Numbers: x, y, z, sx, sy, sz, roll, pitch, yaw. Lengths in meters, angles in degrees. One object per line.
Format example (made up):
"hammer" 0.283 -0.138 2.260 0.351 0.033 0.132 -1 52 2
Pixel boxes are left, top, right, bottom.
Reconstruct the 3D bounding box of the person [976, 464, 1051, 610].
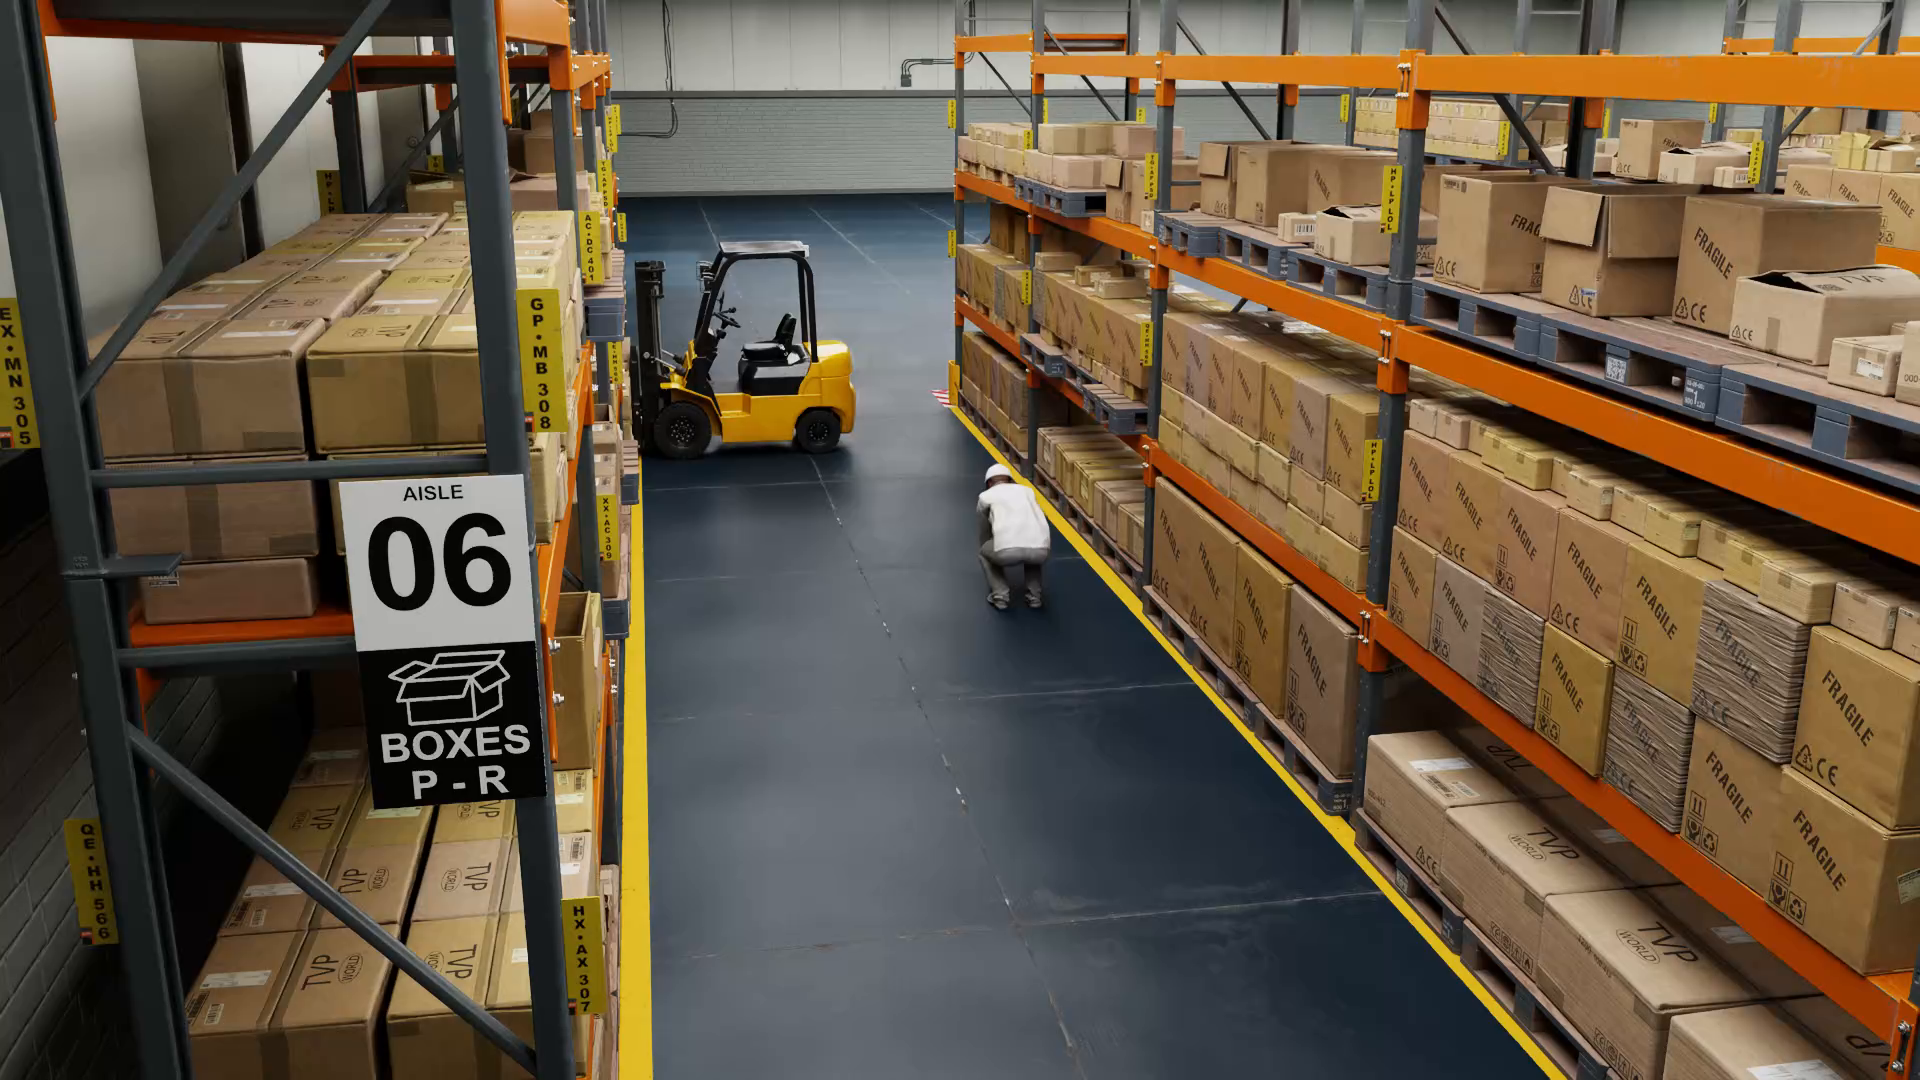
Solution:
"person" 0.403 -0.019 12.946 0.514 1.005 0.900 -3 16 -10
